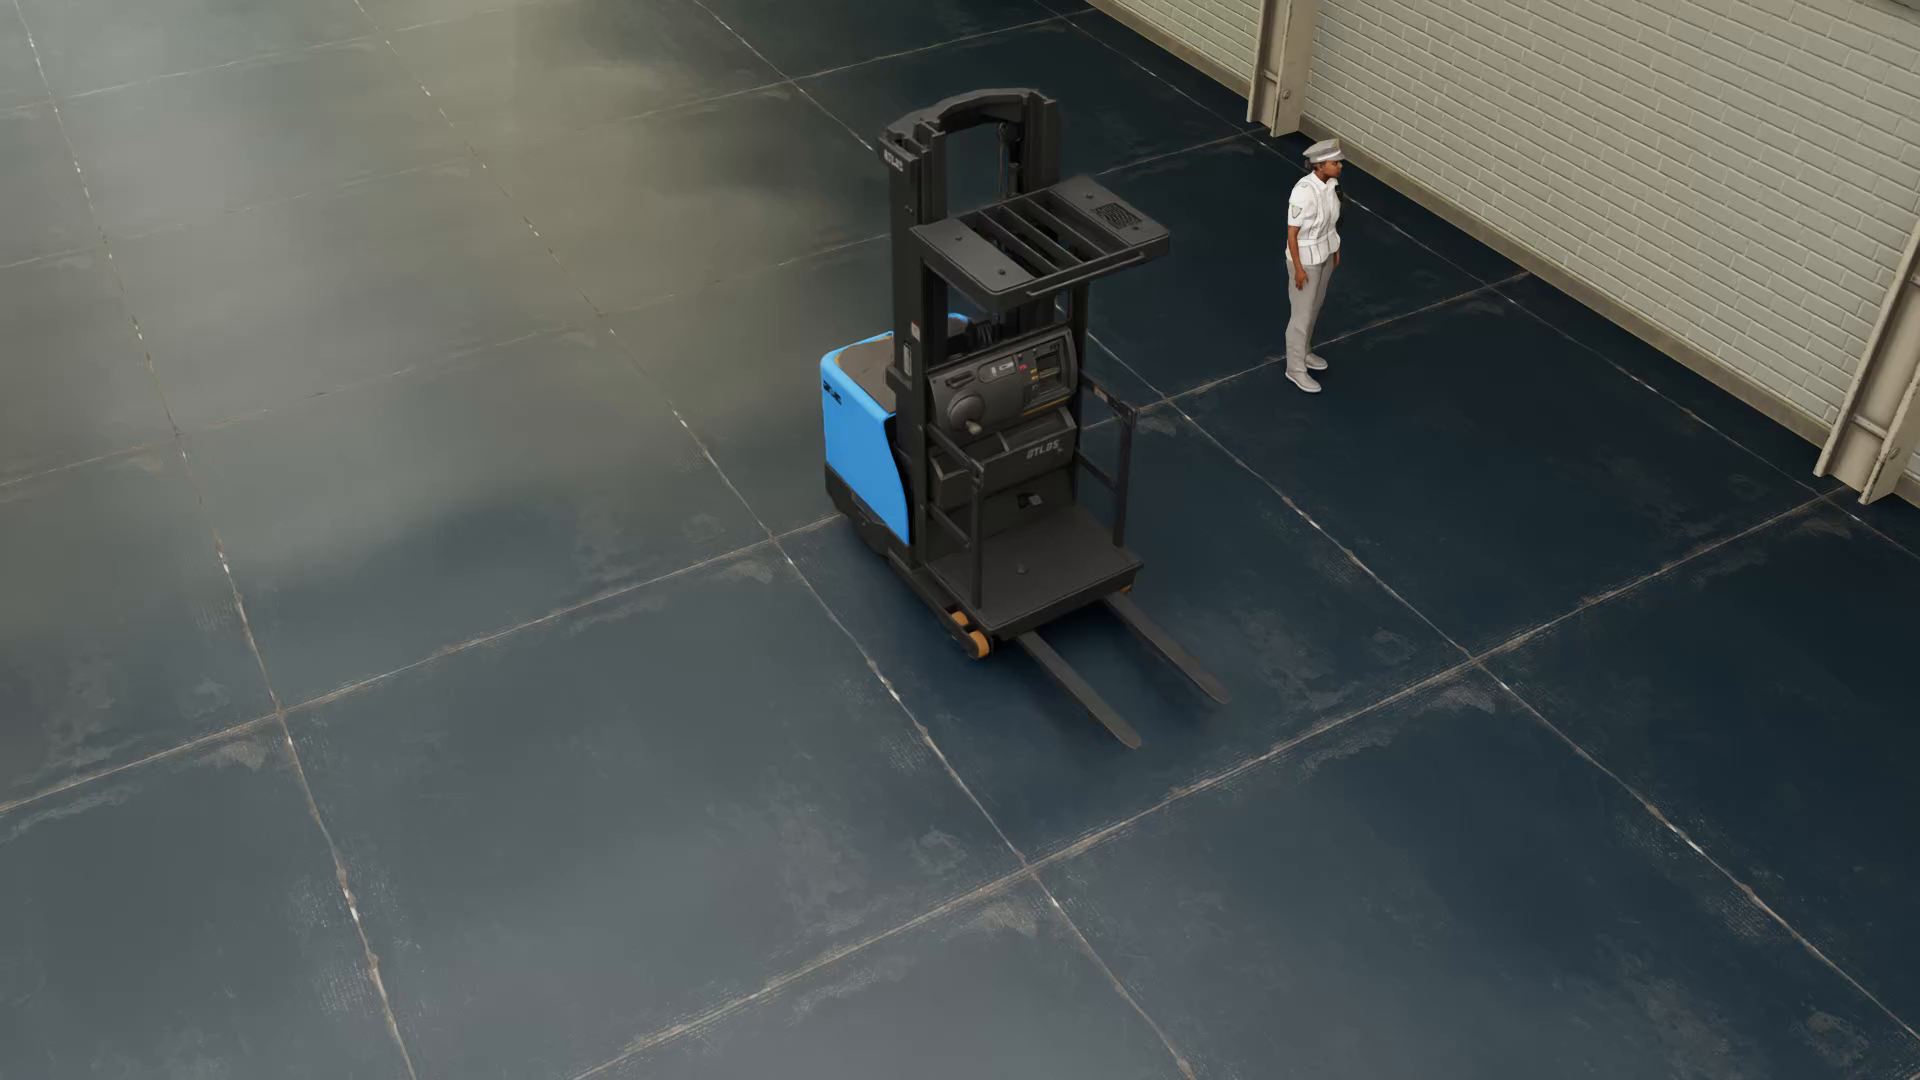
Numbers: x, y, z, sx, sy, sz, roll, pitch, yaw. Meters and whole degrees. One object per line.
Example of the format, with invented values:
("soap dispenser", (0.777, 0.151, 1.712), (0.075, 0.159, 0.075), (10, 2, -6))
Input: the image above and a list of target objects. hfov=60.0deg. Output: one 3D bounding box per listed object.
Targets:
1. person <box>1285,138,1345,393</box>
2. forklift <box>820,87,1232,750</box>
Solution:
("person", (2.444, -1.894, 11.276), (0.531, 1.695, 0.567), (29, 48, 30))
("forklift", (0.362, -0.792, 8.991), (1.130, 2.935, 3.031), (-22, 45, -25))
